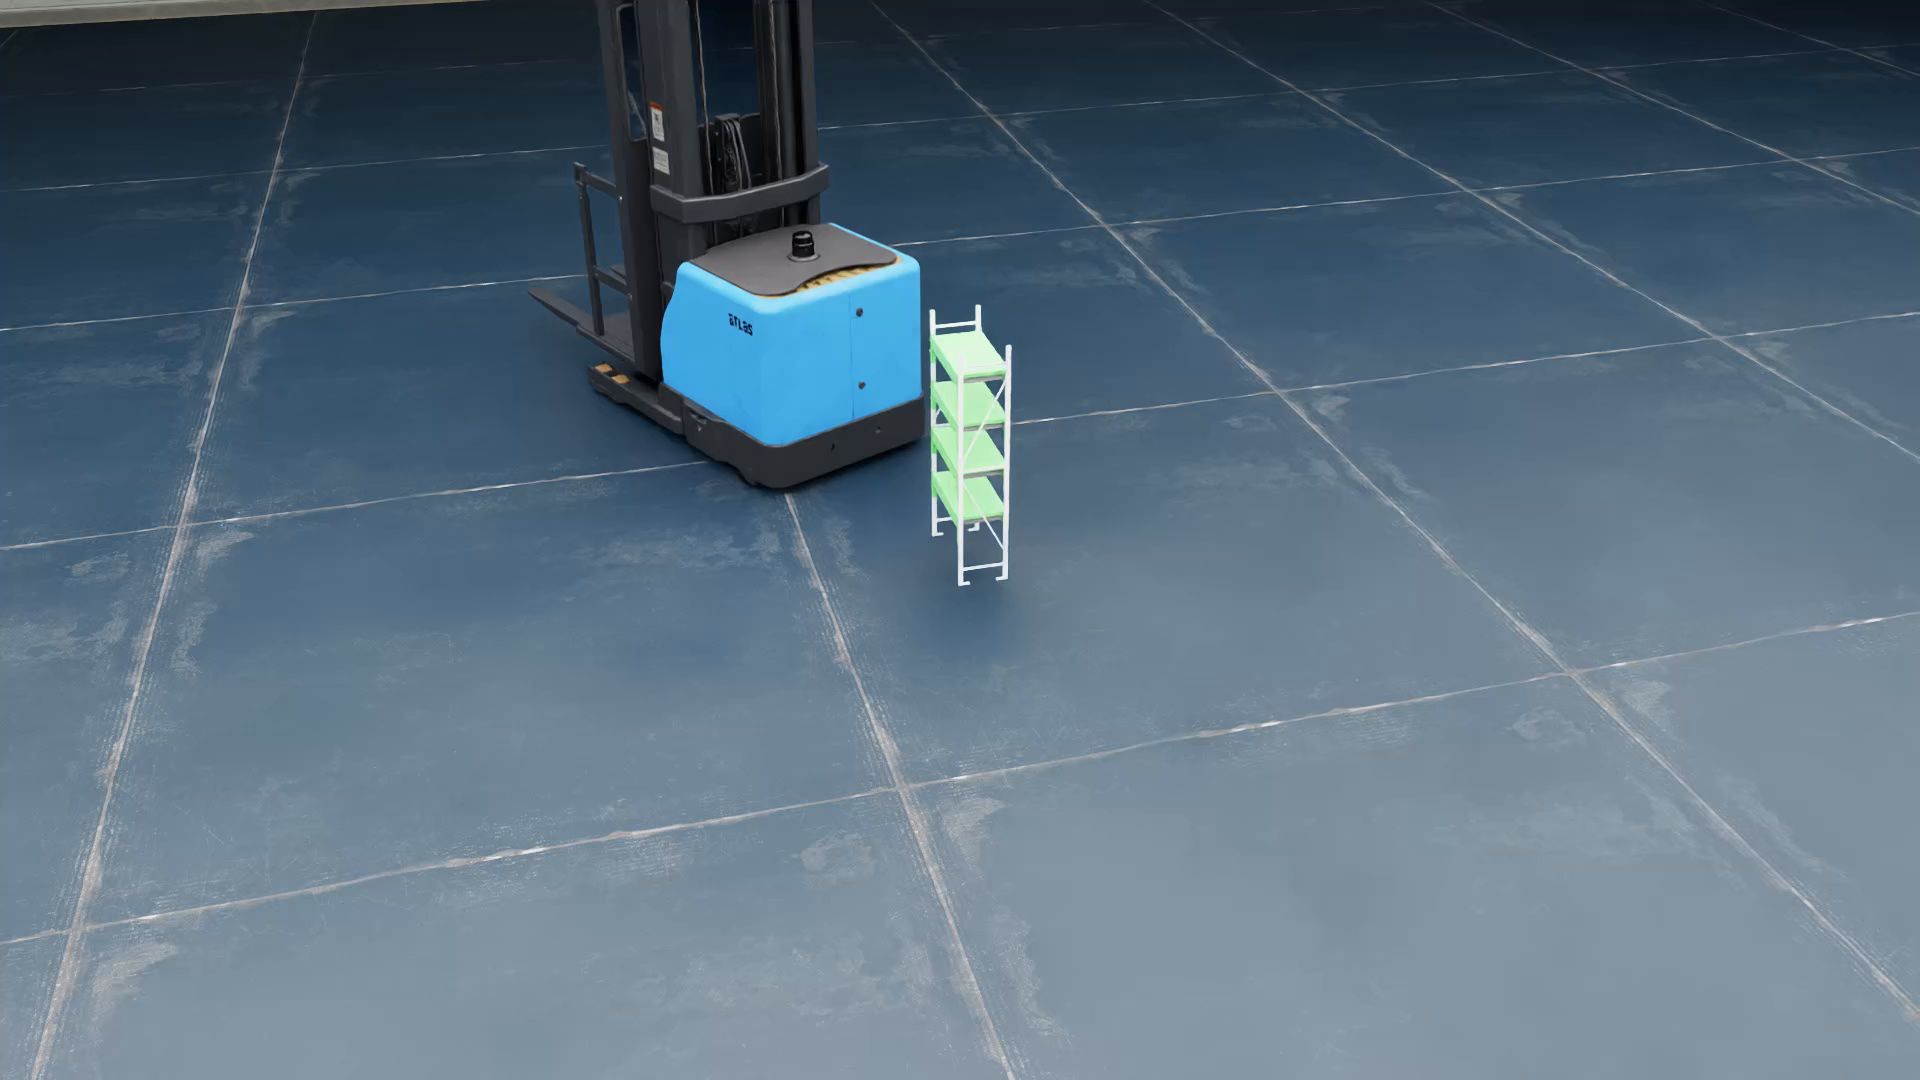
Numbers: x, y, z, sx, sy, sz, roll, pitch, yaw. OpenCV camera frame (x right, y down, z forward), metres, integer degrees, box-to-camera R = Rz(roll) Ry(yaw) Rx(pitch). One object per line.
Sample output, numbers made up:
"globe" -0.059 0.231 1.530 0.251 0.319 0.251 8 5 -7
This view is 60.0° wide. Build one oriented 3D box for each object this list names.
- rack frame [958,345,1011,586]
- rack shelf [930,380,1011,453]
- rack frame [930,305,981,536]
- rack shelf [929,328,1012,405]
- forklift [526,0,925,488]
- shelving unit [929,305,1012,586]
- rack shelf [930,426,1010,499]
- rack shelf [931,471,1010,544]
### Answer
"rack frame" 0.109 -0.321 7.608 0.240 1.200 0.015 -8 31 -13
"rack shelf" 0.044 -0.592 7.723 0.258 0.148 0.480 -8 31 -13
"rack frame" -0.021 -0.557 8.015 0.240 1.200 0.015 -8 31 -13
"rack shelf" 0.044 -0.799 7.603 0.258 0.148 0.480 -8 31 -13
"forklift" -1.526 -2.200 9.125 1.130 2.935 3.031 -23 37 -34
"shelving unit" 0.044 -0.439 7.811 0.258 1.200 0.503 -8 31 -13
"rack shelf" 0.044 -0.384 7.843 0.258 0.148 0.480 -8 31 -13
"rack shelf" 0.044 -0.176 7.964 0.258 0.148 0.480 -8 31 -13
